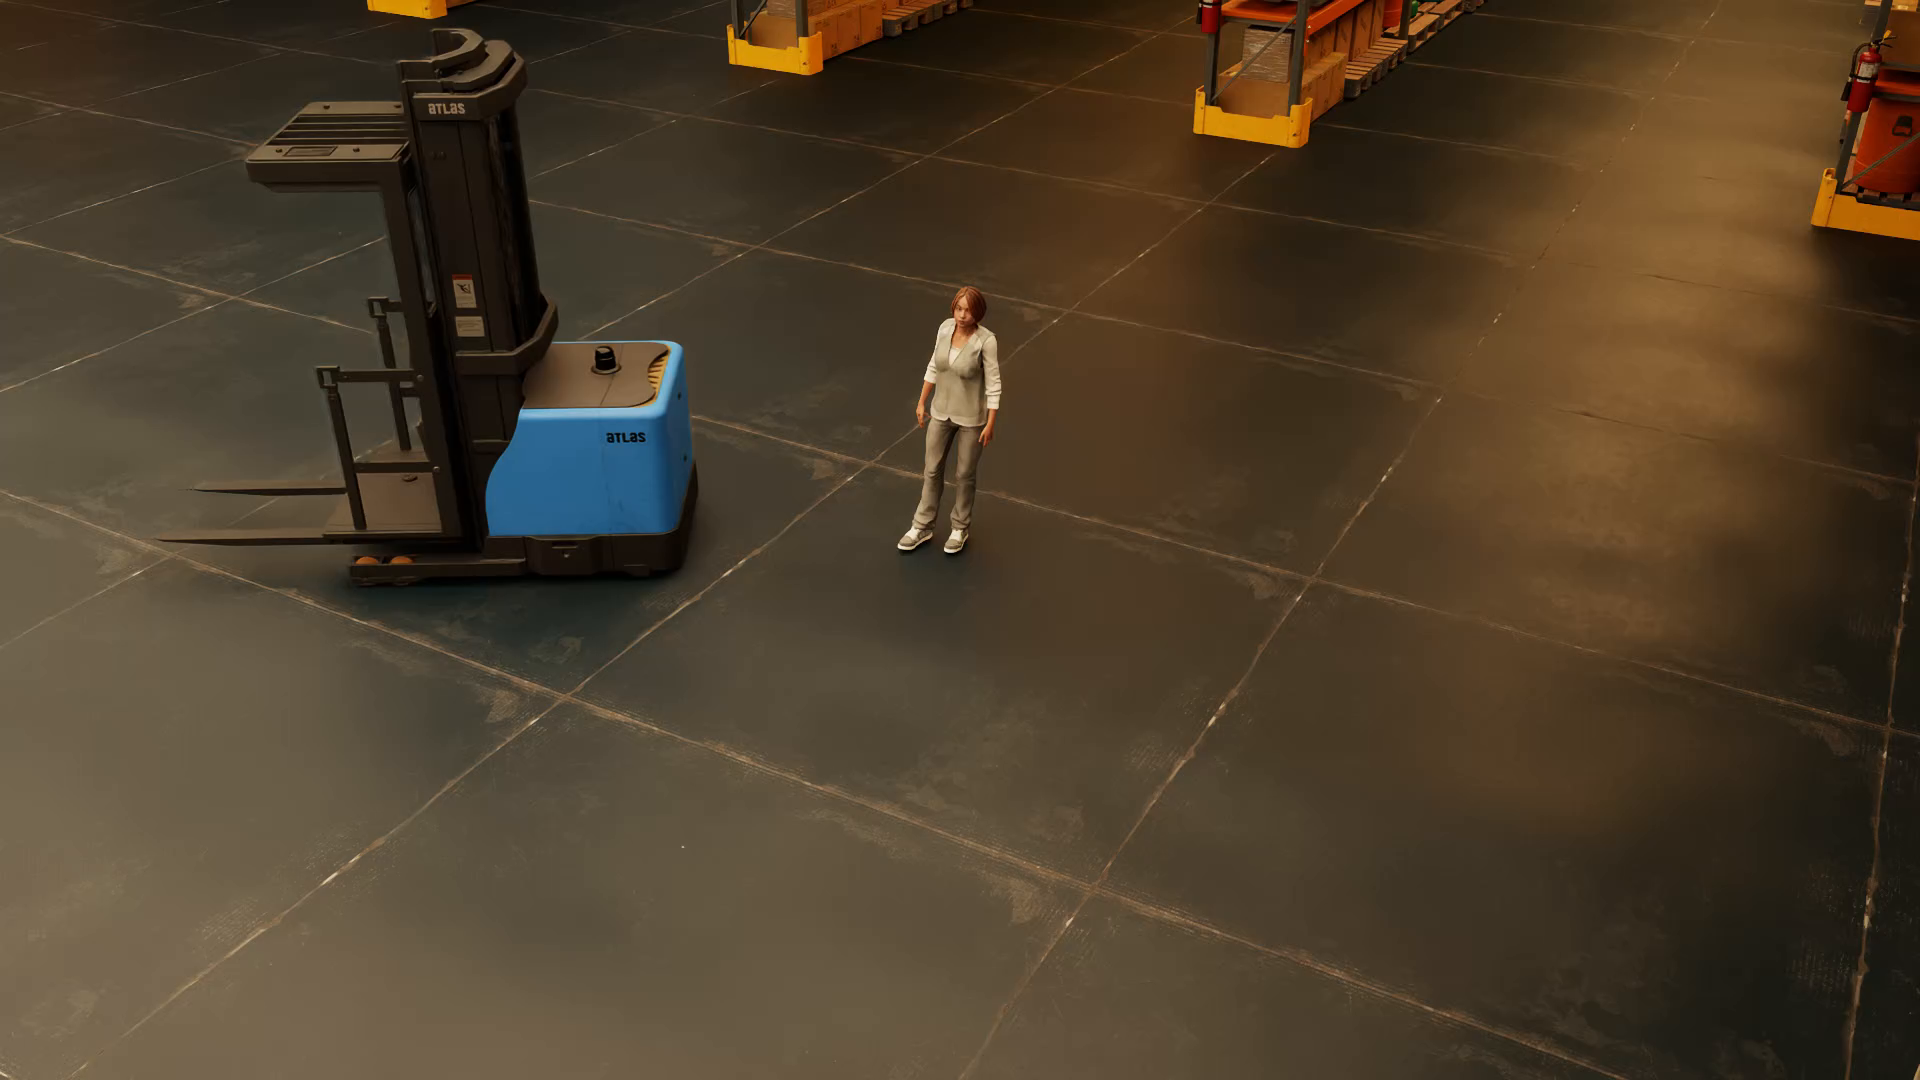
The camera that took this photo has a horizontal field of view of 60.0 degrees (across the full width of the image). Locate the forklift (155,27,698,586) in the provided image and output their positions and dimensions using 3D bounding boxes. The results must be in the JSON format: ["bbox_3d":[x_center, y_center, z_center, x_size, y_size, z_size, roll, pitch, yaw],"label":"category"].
[{"bbox_3d":[-3.134,-1.273,9.276,3.031,2.935,1.130,-1,30,-2],"label":"forklift"}]

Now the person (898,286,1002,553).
[{"bbox_3d":[-0.048,-0.662,9.553,0.521,1.584,0.473,15,33,25],"label":"person"}]
